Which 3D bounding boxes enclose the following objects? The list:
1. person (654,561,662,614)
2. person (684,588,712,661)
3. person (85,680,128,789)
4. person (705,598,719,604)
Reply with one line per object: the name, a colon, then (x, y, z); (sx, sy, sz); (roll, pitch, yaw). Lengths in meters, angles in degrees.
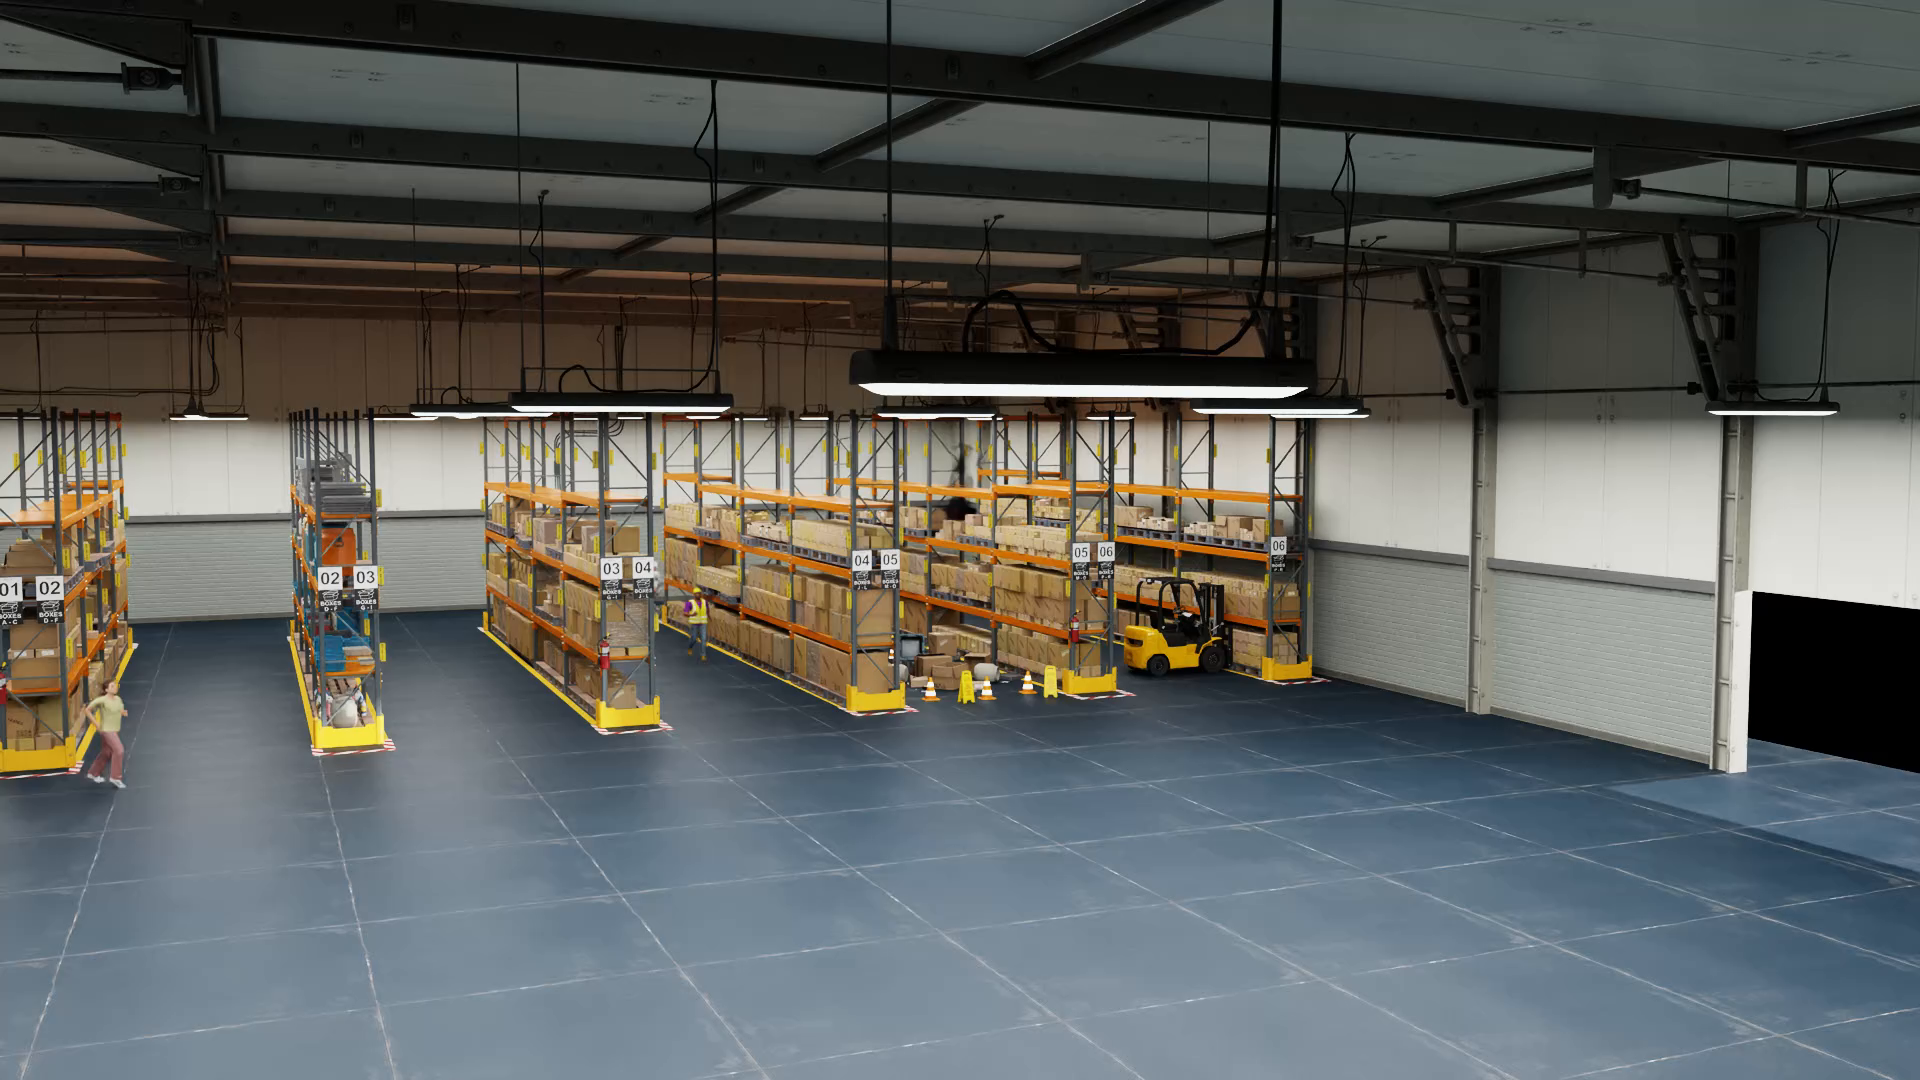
person: (-9.020, 1.471, 48.619); (0.516, 1.713, 0.710); (-2, 5, -30)
person: (-6.336, 2.024, 40.203); (0.711, 1.747, 0.941); (-2, 4, -27)
person: (-13.446, 3.047, 26.229); (0.732, 1.718, 0.562); (1, 4, 8)
person: (-7.412, 1.403, 50.205); (0.556, 1.607, 0.556); (-3, 5, -37)
